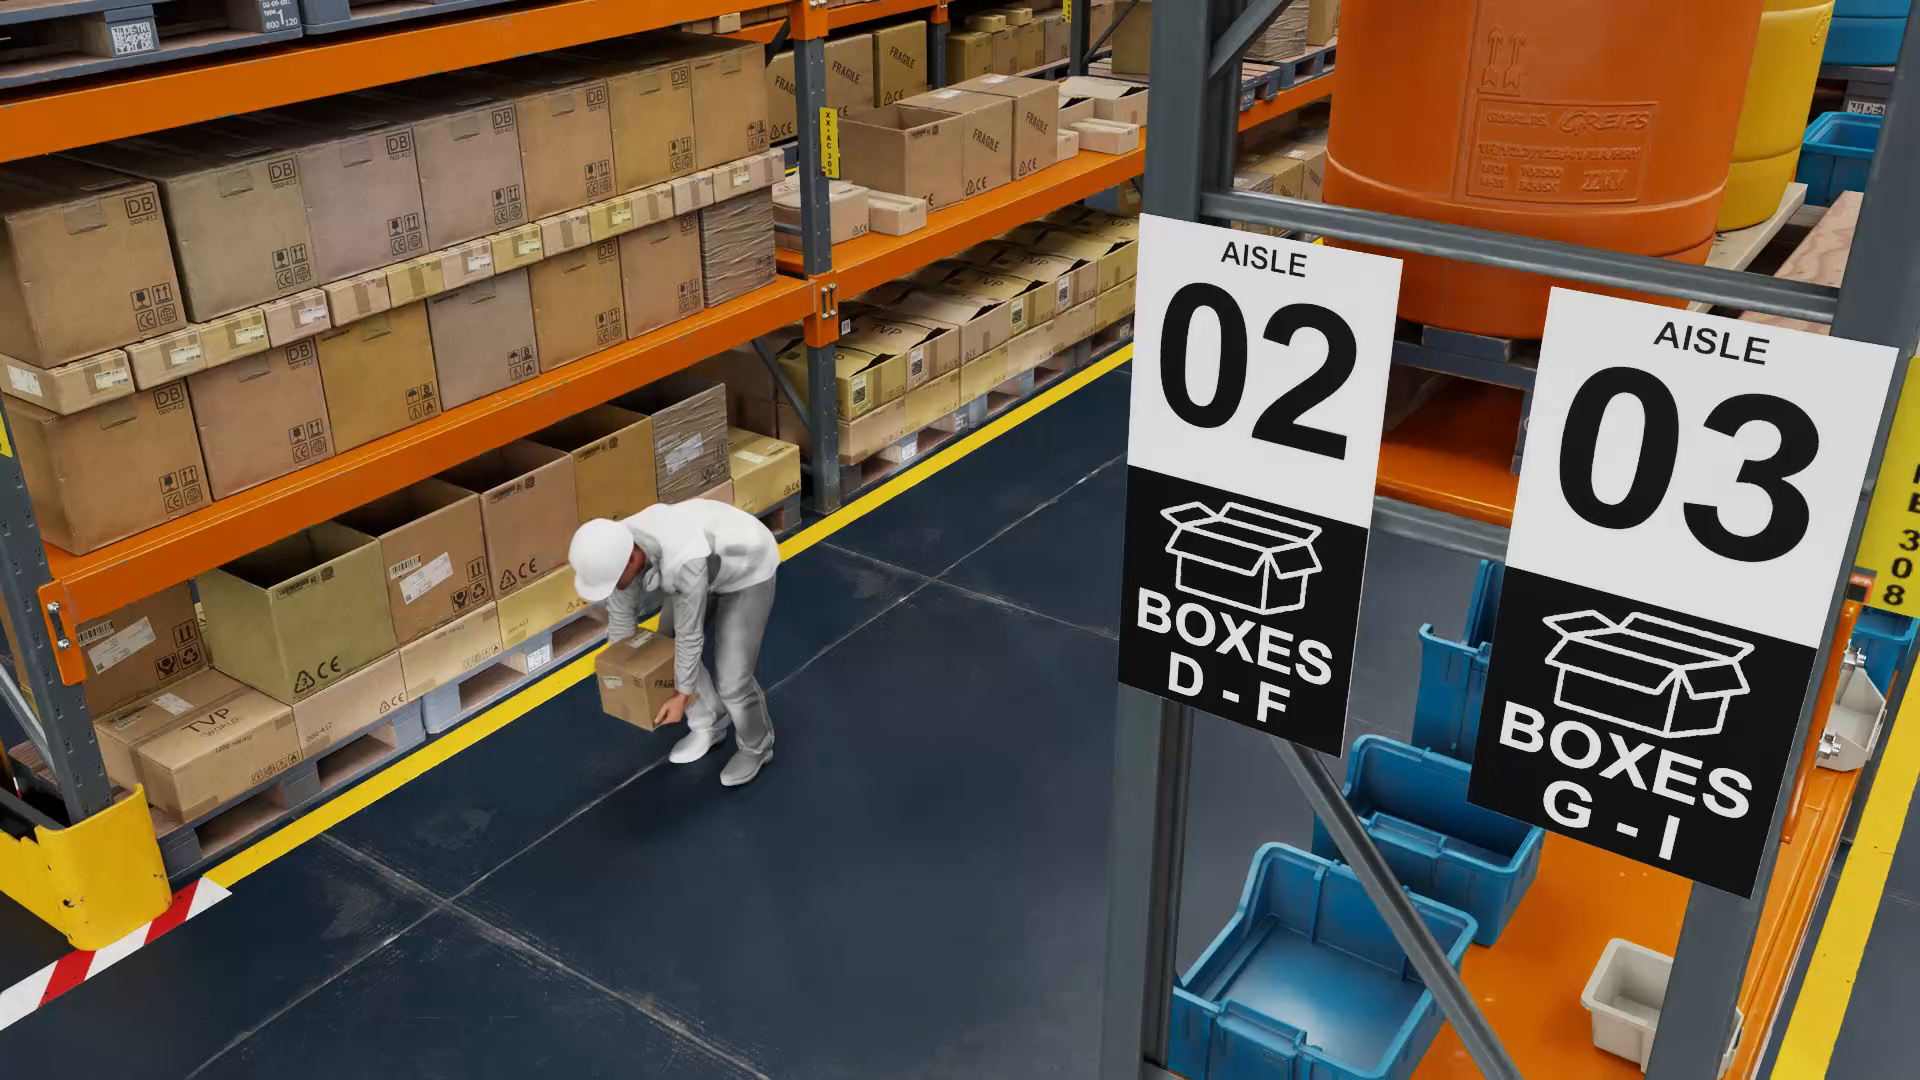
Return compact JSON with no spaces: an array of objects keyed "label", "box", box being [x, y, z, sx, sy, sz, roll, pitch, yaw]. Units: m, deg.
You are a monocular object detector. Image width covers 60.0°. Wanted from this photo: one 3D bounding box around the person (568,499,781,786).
[{"label":"person","box":[-1.073,0.384,6.334,0.455,1.317,0.949,16,31,29]}]
